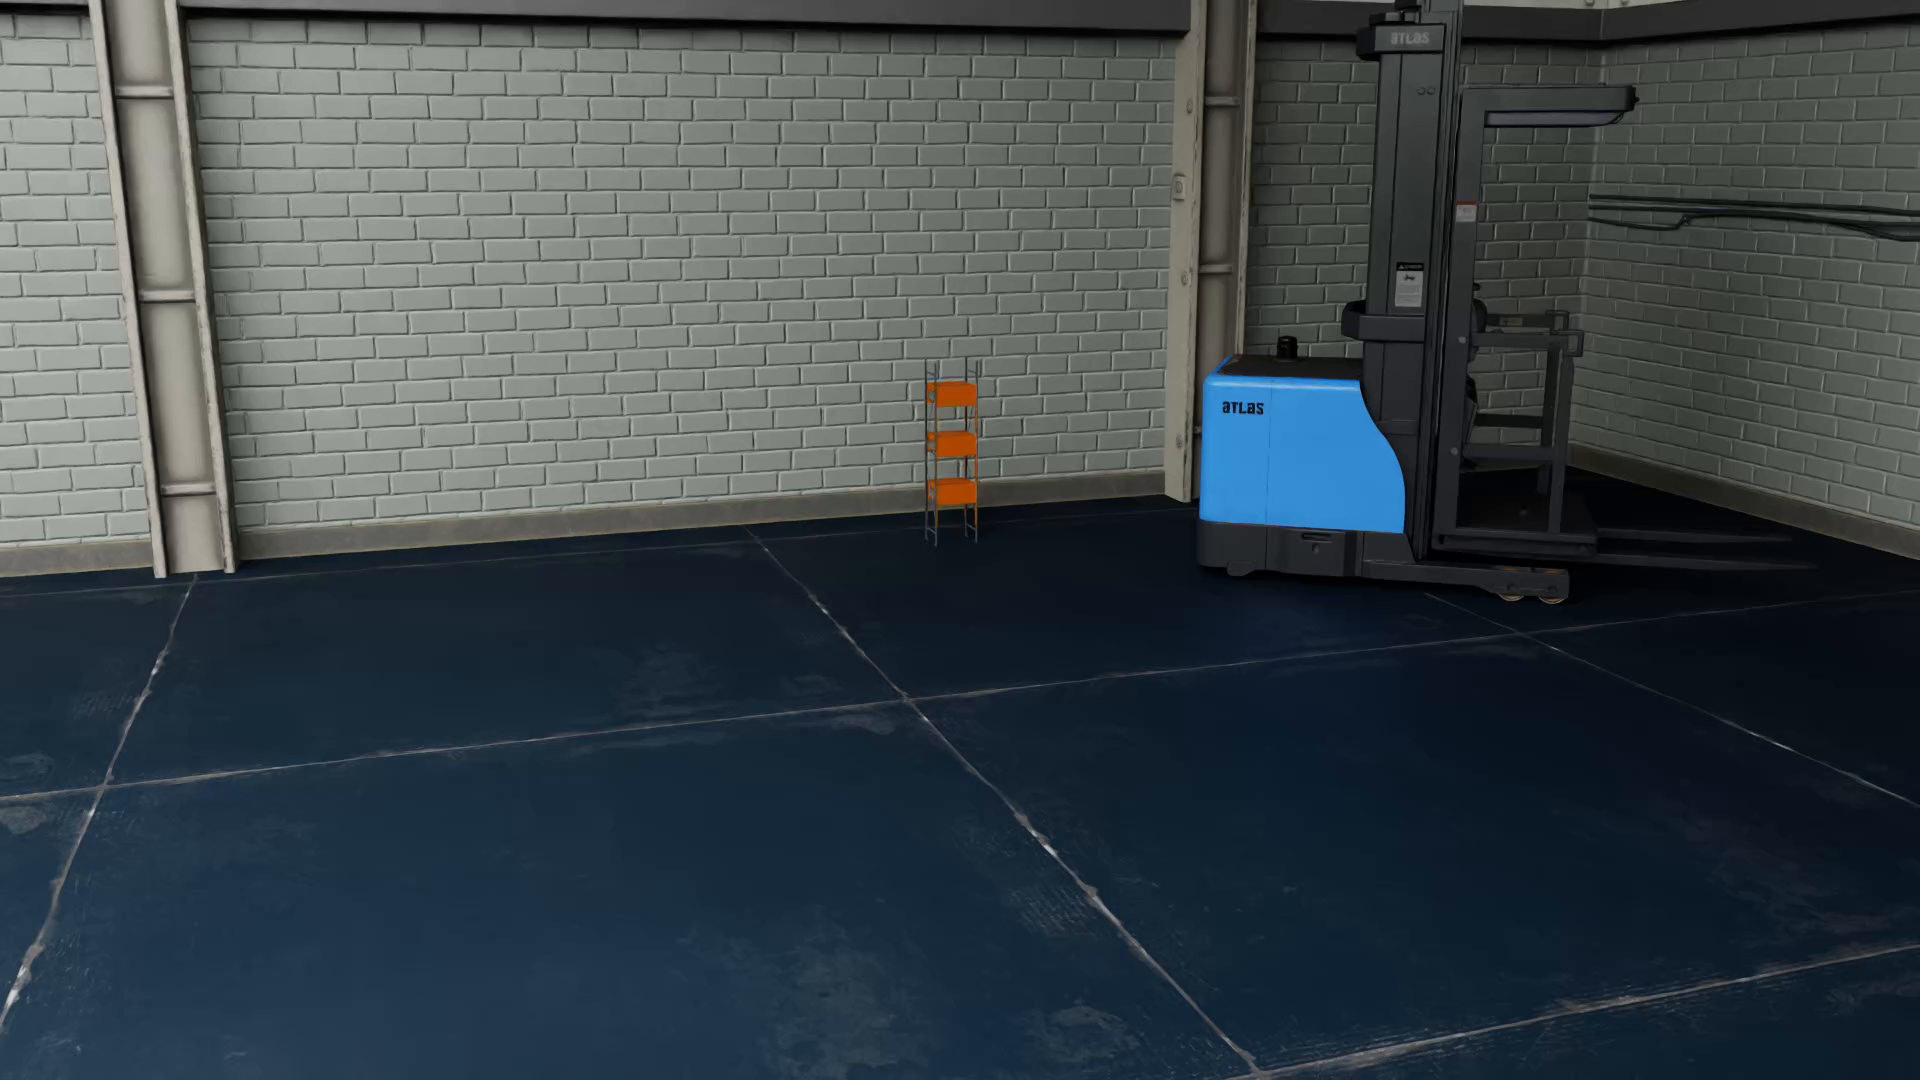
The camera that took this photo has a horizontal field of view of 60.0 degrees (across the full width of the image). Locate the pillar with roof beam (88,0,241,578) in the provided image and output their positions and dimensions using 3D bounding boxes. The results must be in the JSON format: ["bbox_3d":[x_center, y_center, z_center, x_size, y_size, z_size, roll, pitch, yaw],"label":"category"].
[{"bbox_3d":[-2.745,-3.280,3.985,0.400,9.000,9.100,-4,14,-18],"label":"pillar with roof beam"}]

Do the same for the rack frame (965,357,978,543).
[{"bbox_3d":[0.065,-0.516,9.543,0.008,1.050,0.200,-4,14,-18],"label":"rack frame"}]

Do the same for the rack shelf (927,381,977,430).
[{"bbox_3d":[-0.051,-0.773,9.441,0.240,0.259,0.215,-4,14,-18],"label":"rack shelf"}]

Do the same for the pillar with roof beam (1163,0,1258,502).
[{"bbox_3d":[2.942,-3.723,5.847,0.400,9.000,9.100,-4,14,-18],"label":"pillar with roof beam"}]

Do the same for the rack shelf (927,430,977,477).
[{"bbox_3d":[-0.051,-0.497,9.507,0.240,0.259,0.215,-4,14,-18],"label":"rack shelf"}]

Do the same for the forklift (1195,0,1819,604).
[{"bbox_3d":[2.825,-1.243,8.534,3.031,2.935,1.130,4,14,15],"label":"forklift"}]

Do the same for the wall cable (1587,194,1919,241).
[{"bbox_3d":[4.782,-3.084,9.870,0.112,2.526,3.097,-4,14,-18],"label":"wall cable"}]

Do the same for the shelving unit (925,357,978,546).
[{"bbox_3d":[-0.051,-0.507,9.505,0.252,1.050,0.215,-4,14,-18],"label":"shelving unit"}]

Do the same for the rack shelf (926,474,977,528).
[{"bbox_3d":[-0.051,-0.226,9.571,0.240,0.259,0.215,-4,14,-18],"label":"rack shelf"}]

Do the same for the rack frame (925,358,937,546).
[{"bbox_3d":[-0.166,-0.498,9.467,0.008,1.050,0.200,-4,14,-18],"label":"rack frame"}]
